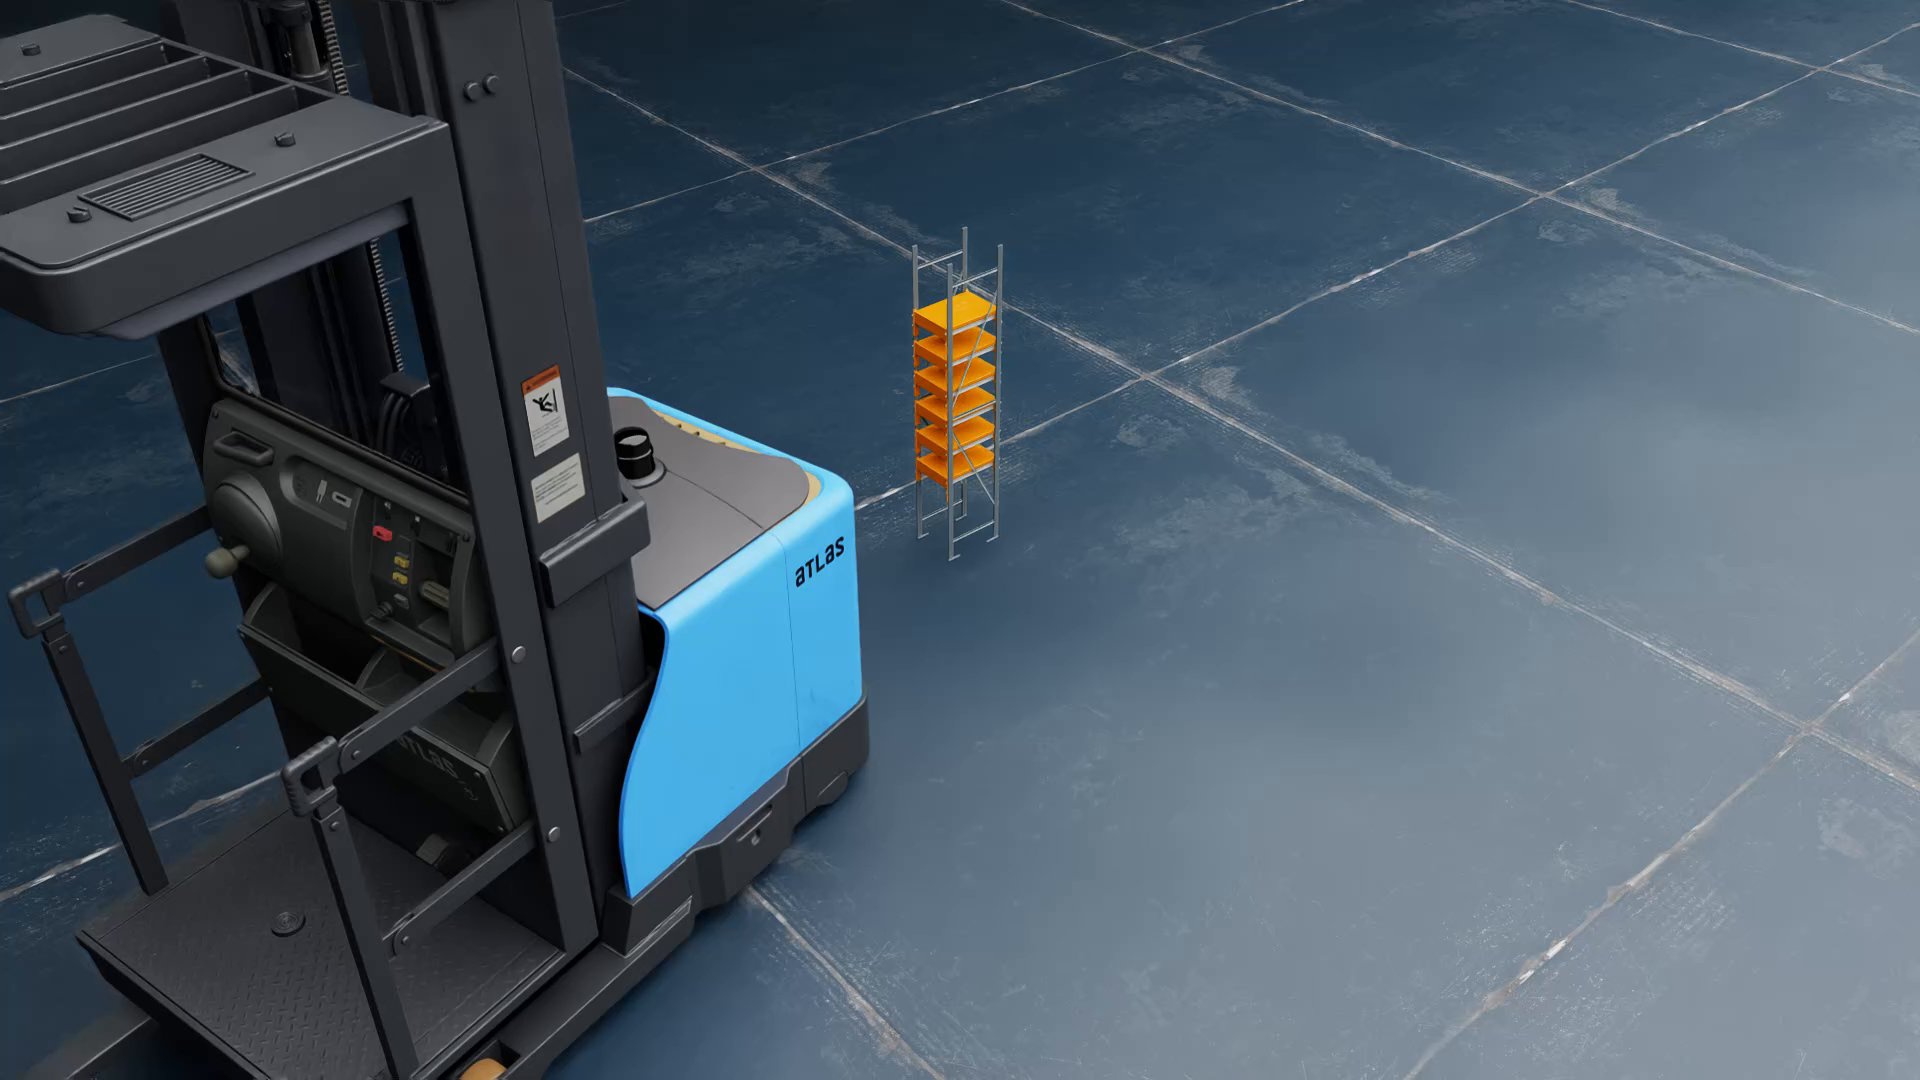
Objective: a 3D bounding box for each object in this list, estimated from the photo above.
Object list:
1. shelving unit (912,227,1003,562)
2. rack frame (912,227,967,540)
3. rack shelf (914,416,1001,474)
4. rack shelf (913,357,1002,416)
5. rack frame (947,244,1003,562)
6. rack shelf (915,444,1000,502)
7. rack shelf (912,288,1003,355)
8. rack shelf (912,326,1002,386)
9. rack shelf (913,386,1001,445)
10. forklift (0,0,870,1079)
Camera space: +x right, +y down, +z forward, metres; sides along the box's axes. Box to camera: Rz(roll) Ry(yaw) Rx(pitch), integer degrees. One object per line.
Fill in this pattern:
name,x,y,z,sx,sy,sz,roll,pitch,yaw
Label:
shelving unit,-0.009,-0.496,5.912,0.258,1.200,0.189,-26,43,-32
rack frame,-0.068,-0.536,5.969,0.240,1.200,0.006,-26,43,-32
rack shelf,-0.009,-0.362,6.007,0.258,0.103,0.180,-26,43,-32
rack shelf,-0.009,-0.558,5.869,0.258,0.103,0.180,-26,43,-32
rack frame,0.050,-0.456,5.855,0.240,1.200,0.006,-26,43,-32
rack shelf,-0.009,-0.264,6.077,0.258,0.103,0.180,-26,43,-32
rack shelf,-0.009,-0.754,5.730,0.258,0.103,0.180,-26,43,-32
rack shelf,-0.009,-0.656,5.799,0.258,0.103,0.180,-26,43,-32
rack shelf,-0.009,-0.460,5.938,0.258,0.103,0.180,-26,43,-32
forklift,-1.544,0.047,3.648,1.130,2.935,3.031,22,41,28
